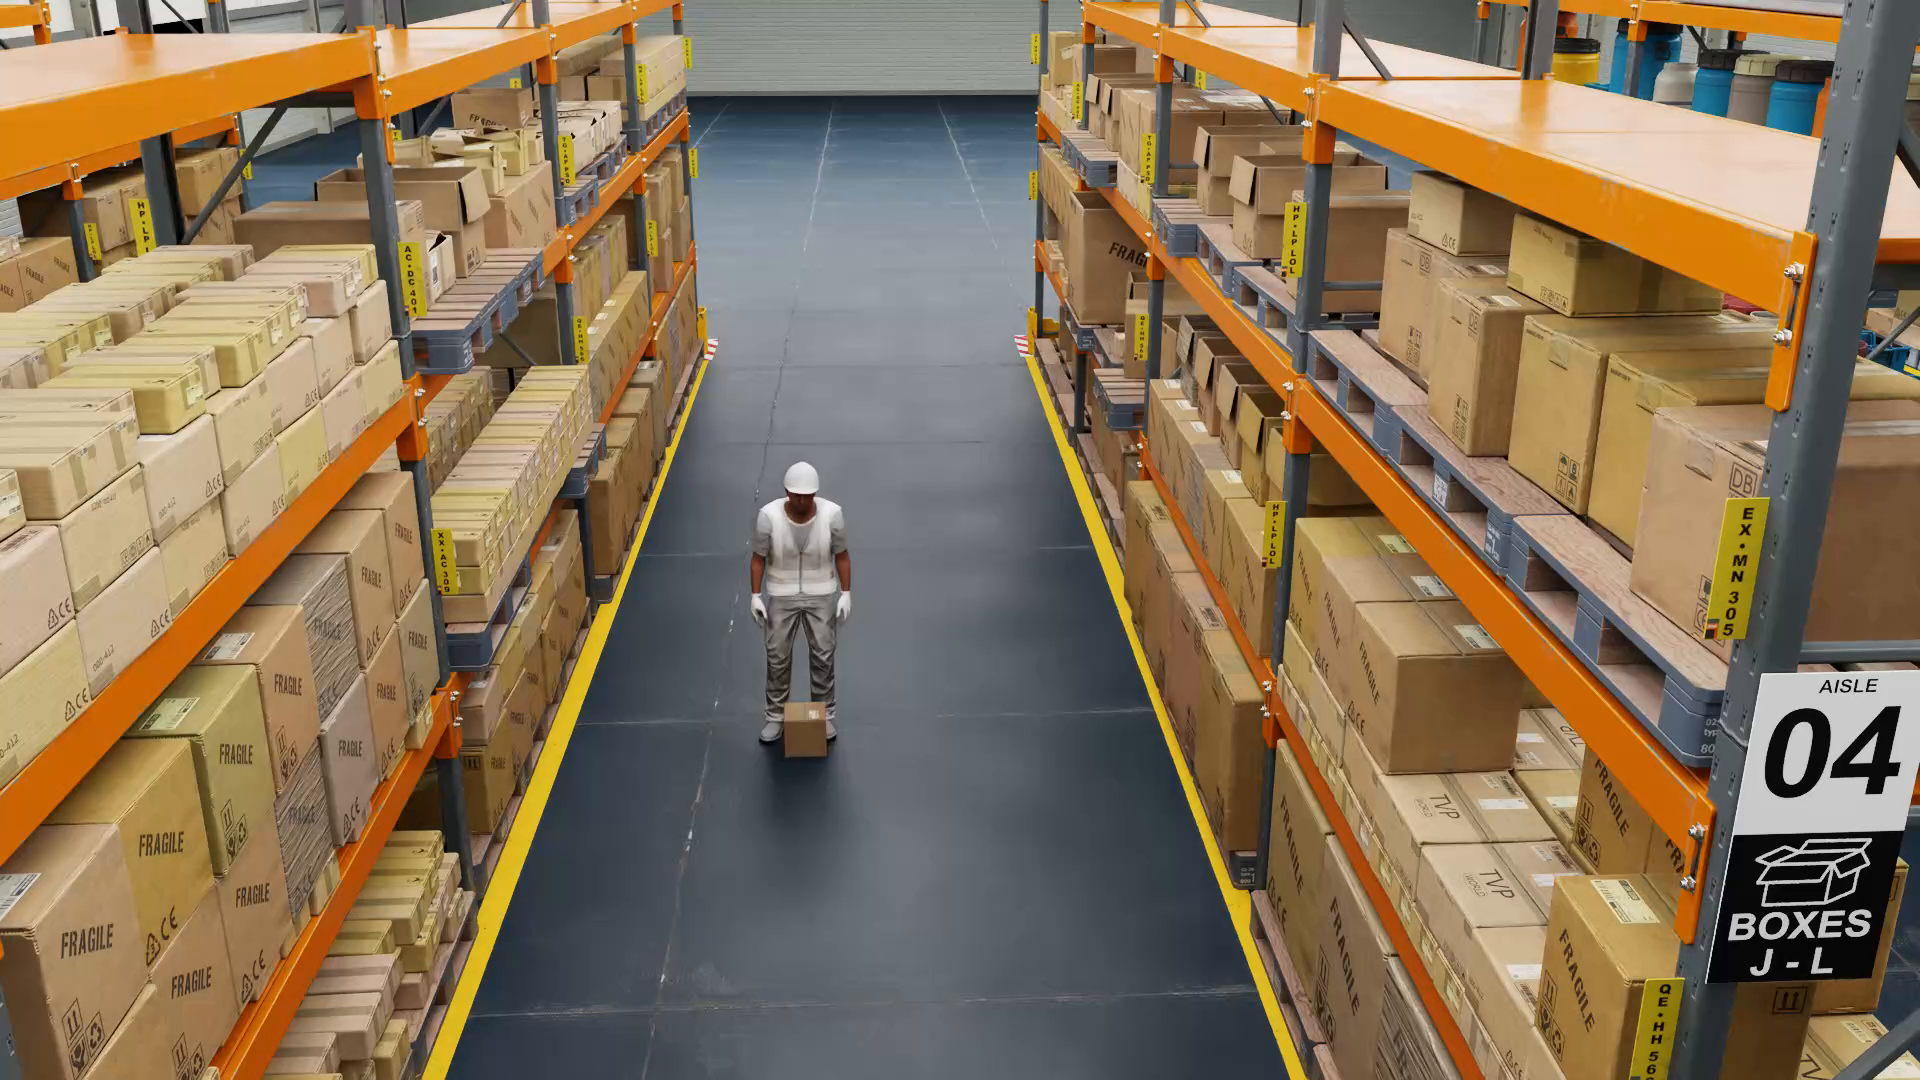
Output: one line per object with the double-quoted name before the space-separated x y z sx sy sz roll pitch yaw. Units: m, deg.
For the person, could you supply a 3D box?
"person" -0.963 0.362 10.079 0.617 1.772 0.452 -2 20 -6
